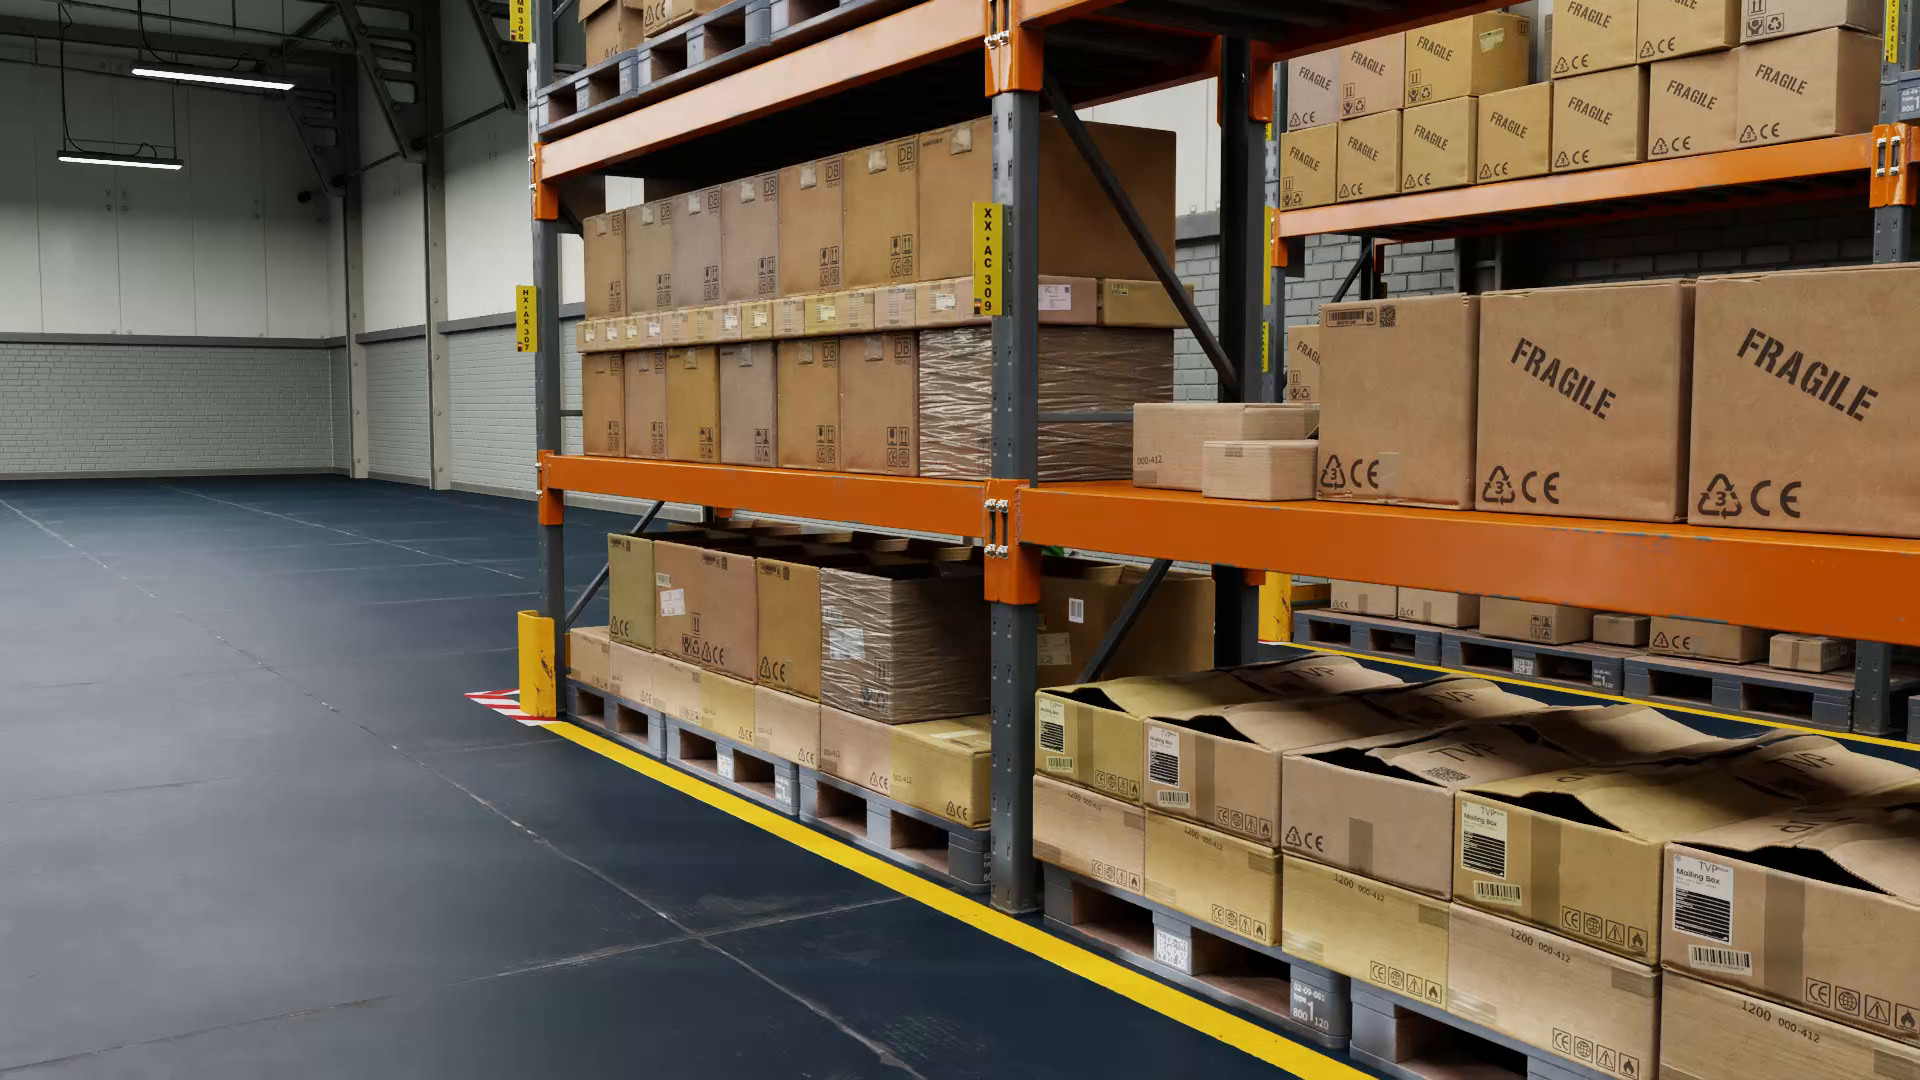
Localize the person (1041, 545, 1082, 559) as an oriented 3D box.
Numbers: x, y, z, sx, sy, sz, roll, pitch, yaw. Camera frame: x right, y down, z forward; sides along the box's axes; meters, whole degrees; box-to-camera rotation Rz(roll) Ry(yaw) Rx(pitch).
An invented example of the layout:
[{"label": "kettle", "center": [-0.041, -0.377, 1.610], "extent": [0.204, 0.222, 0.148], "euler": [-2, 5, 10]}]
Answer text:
[{"label": "person", "center": [0.362, -0.020, 8.401], "extent": [0.622, 1.781, 0.445], "euler": [-3, 6, -36]}]
